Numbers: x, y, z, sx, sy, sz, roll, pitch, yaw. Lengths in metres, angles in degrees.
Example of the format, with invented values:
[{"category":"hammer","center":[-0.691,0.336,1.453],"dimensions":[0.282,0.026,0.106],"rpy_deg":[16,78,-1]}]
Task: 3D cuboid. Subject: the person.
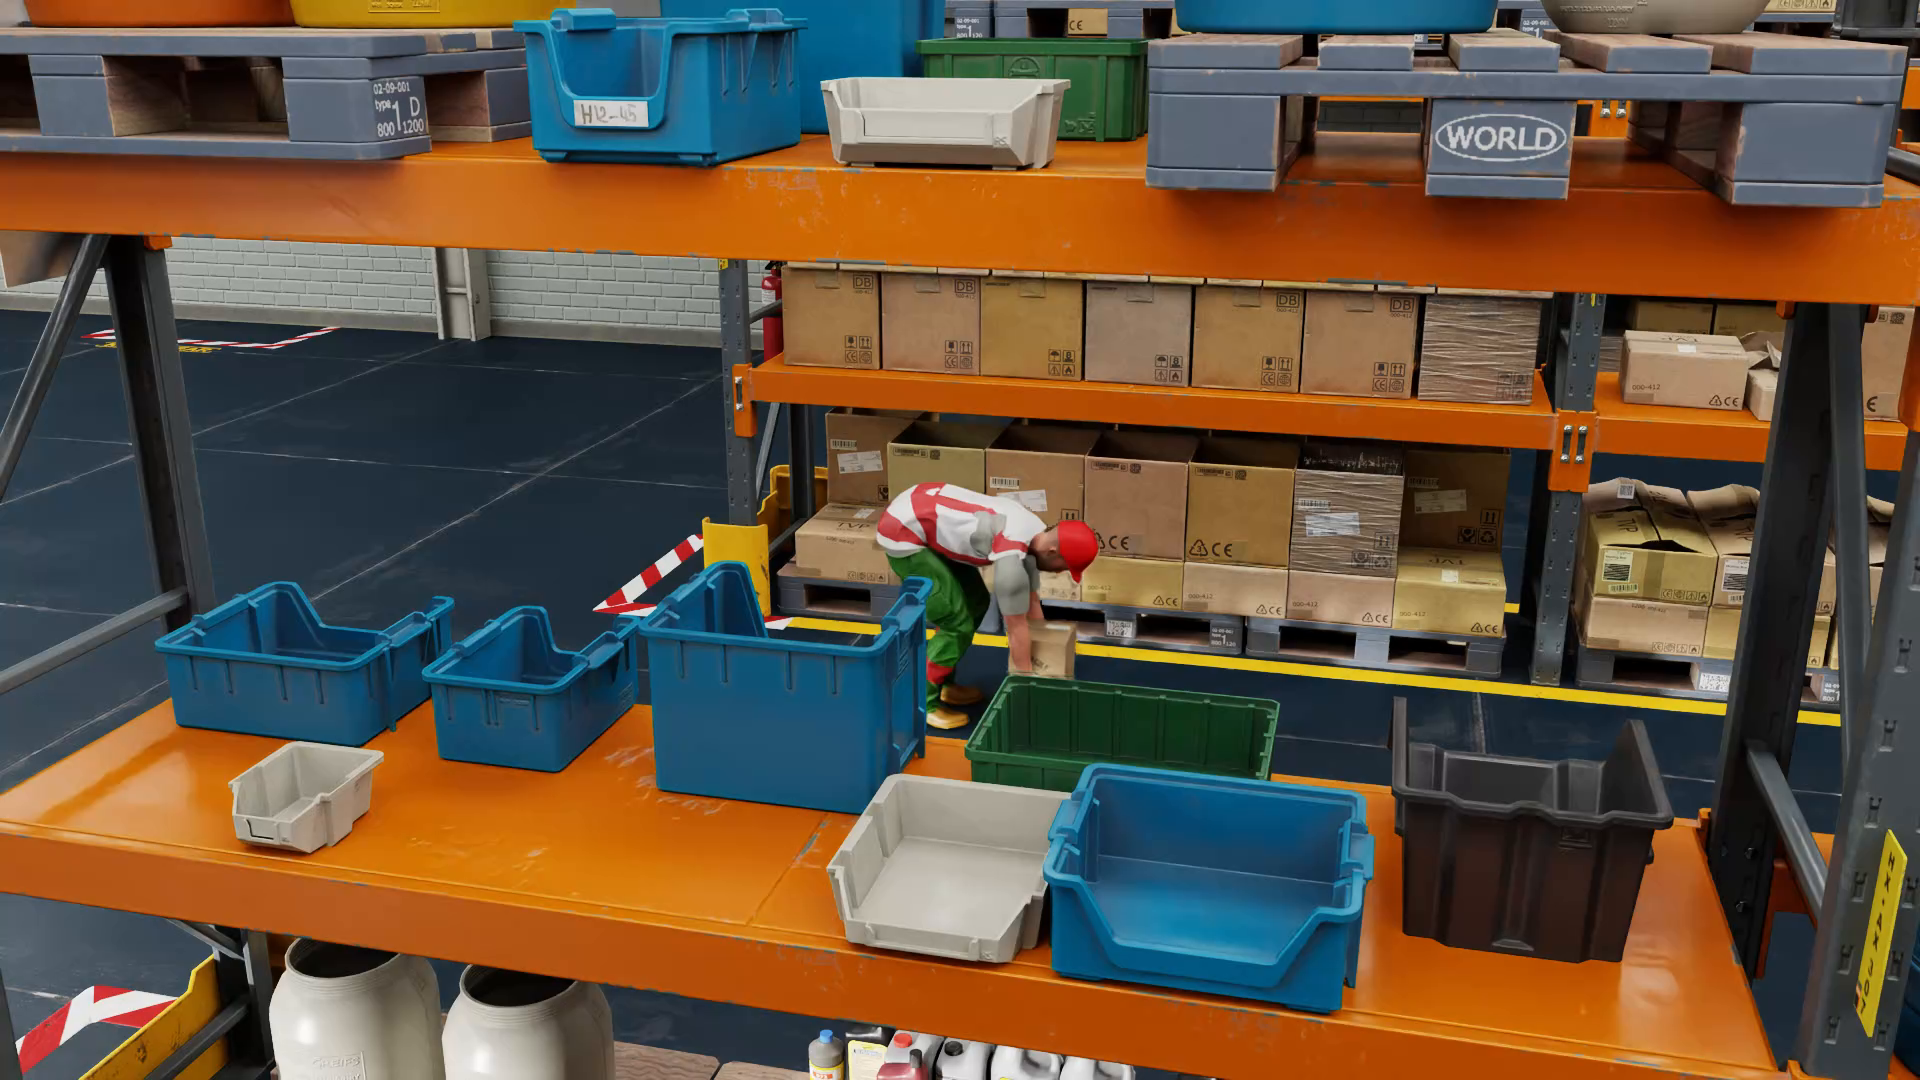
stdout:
[{"category":"person","center":[0.120,0.285,7.309],"dimensions":[0.962,1.060,0.517],"rpy_deg":[4,18,11]}]
